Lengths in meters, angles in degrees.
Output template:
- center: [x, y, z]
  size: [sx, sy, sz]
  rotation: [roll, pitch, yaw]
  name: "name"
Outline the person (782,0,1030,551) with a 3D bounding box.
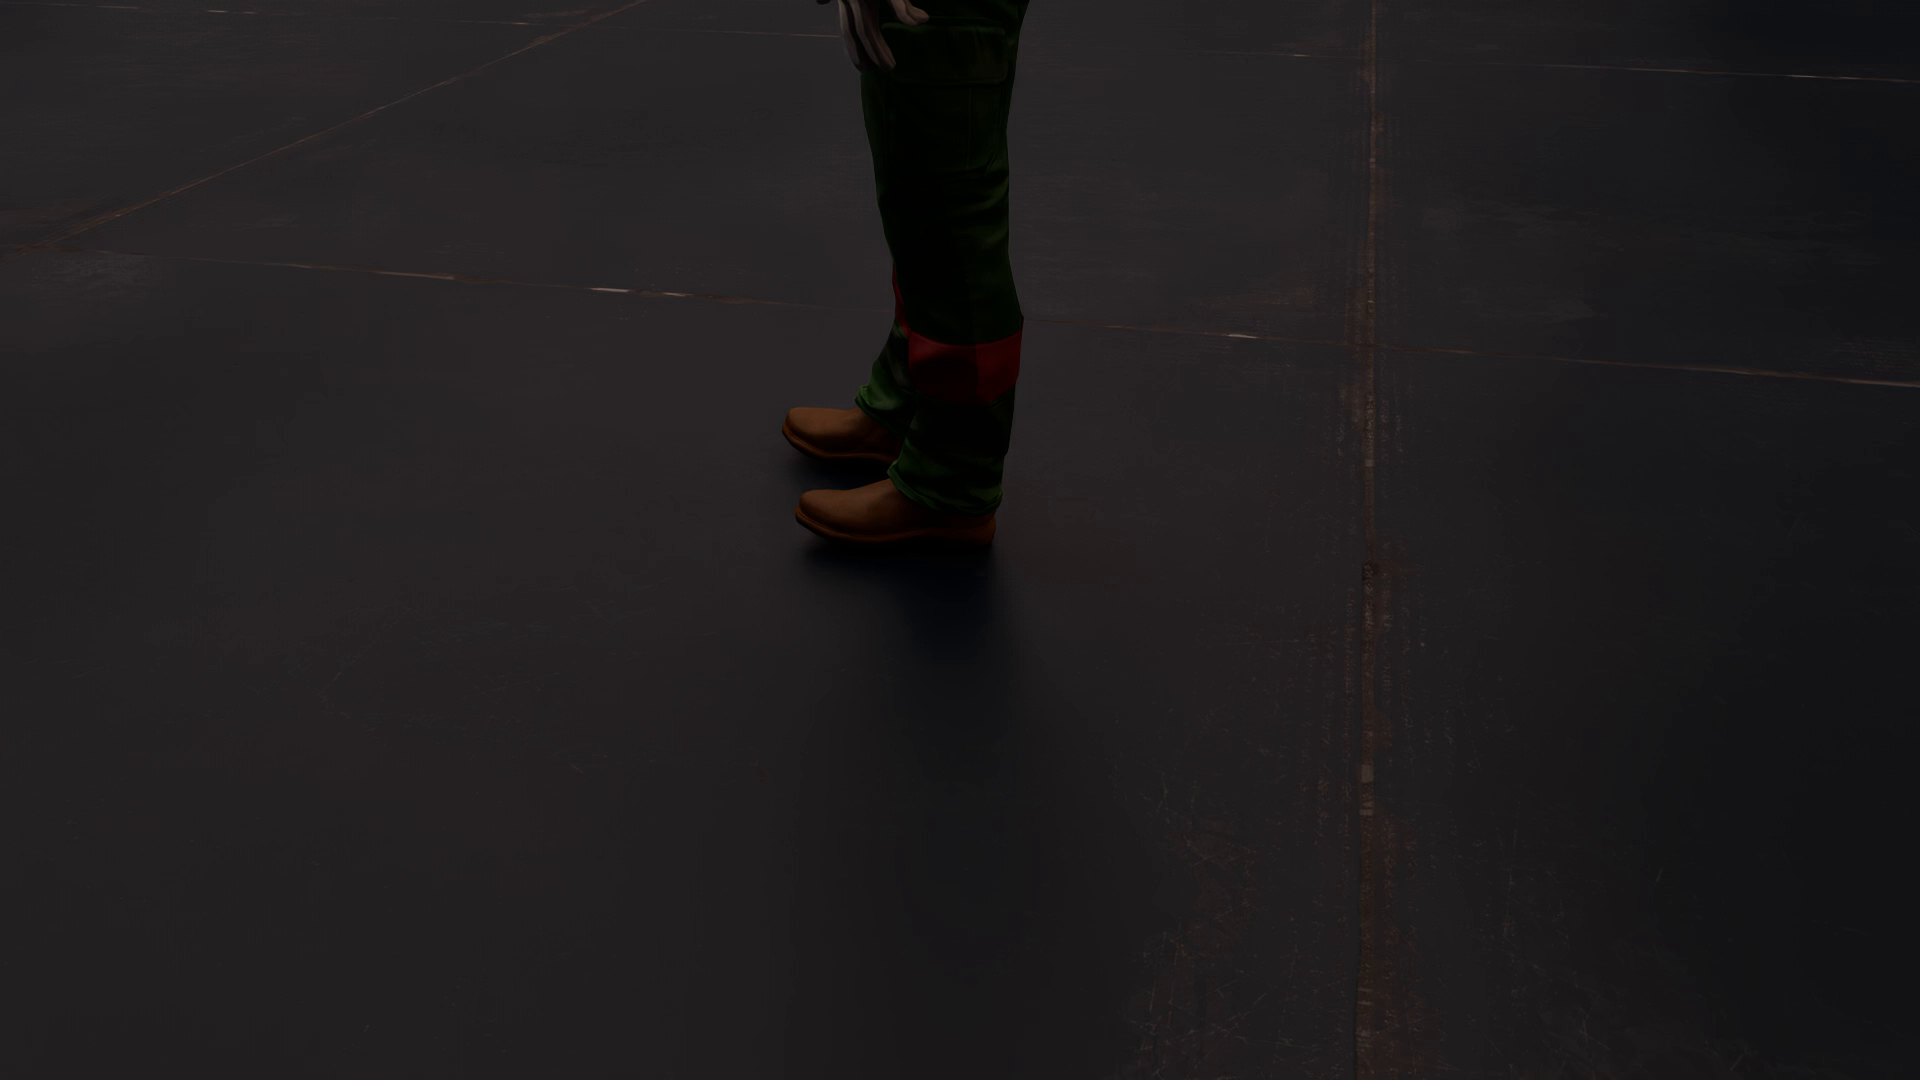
- center: [-0.076, -0.817, 2.121]
  size: [0.562, 1.785, 0.637]
  rotation: [6, 27, 11]
  name: "person"
